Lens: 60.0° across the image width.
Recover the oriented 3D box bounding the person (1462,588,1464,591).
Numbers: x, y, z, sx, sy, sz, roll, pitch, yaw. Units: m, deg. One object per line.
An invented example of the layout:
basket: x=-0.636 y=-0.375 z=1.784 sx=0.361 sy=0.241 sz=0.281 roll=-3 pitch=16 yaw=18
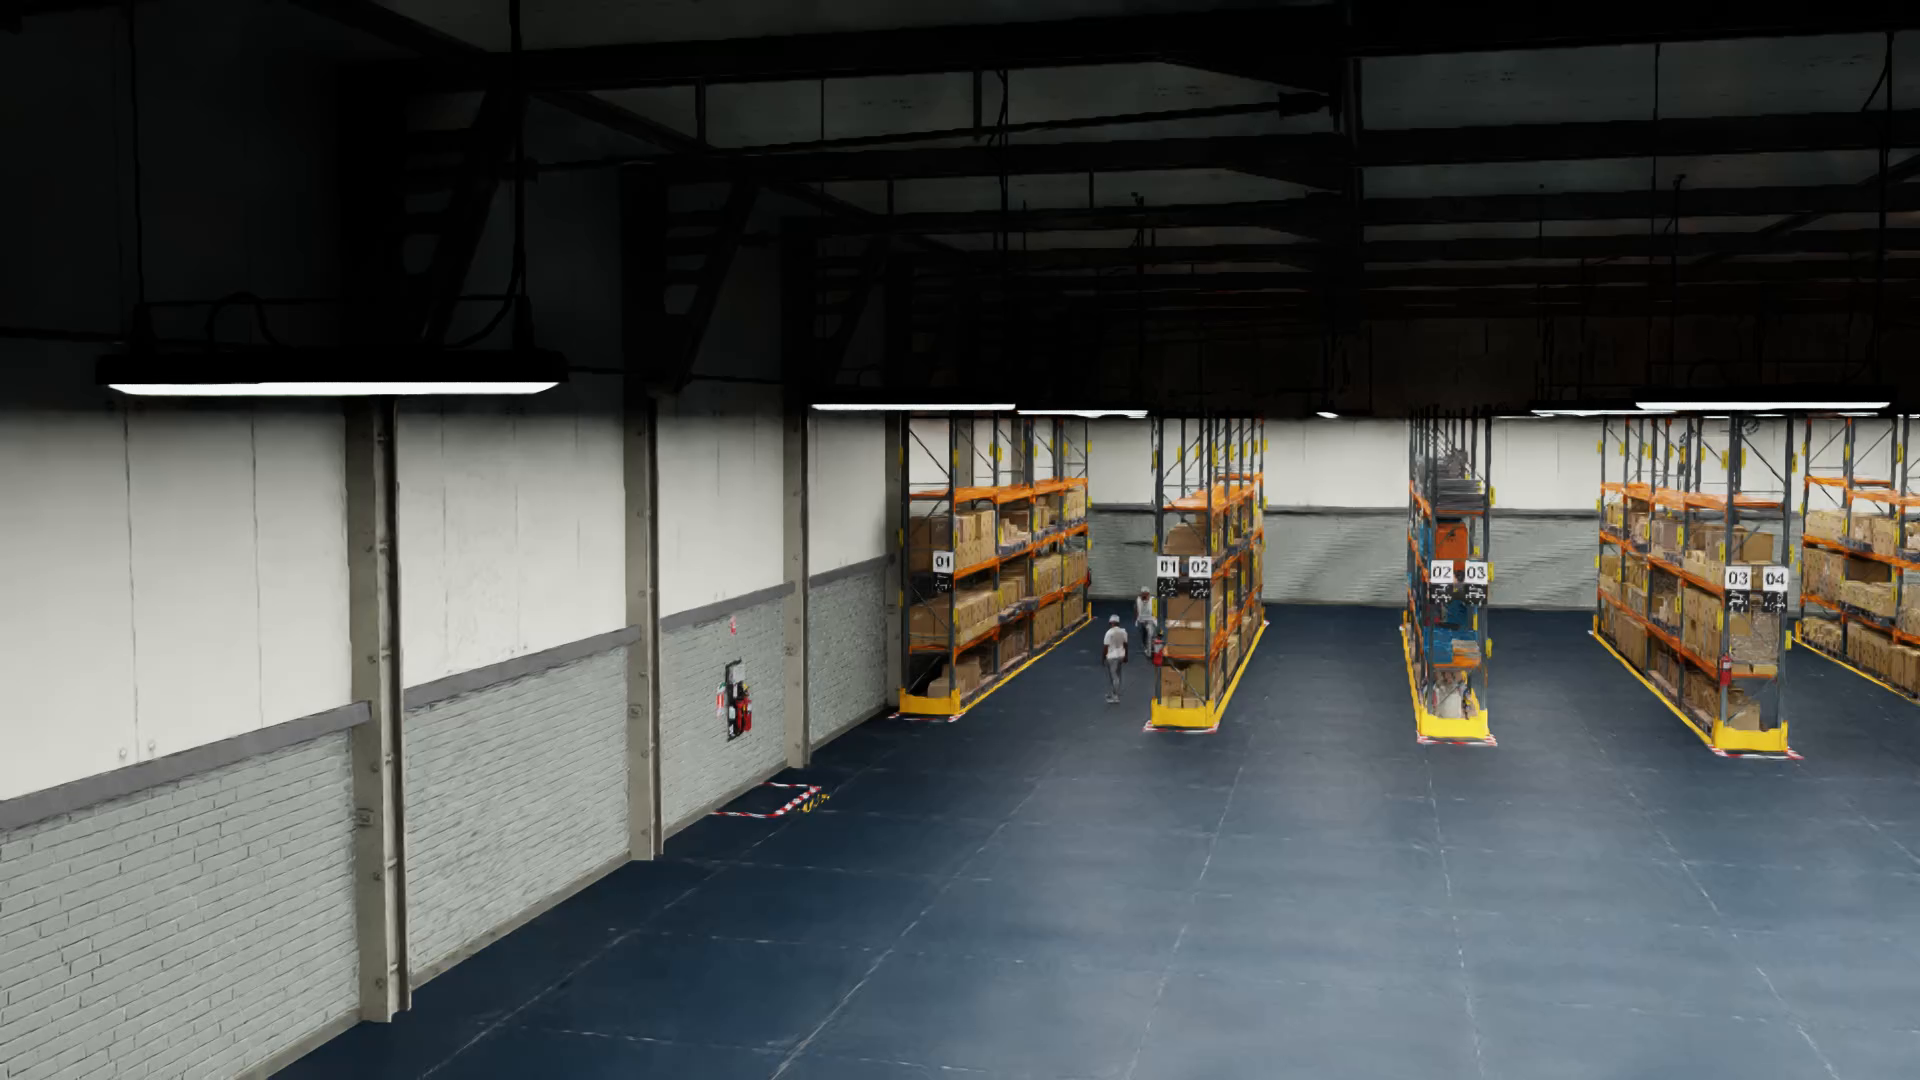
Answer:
person: x=15.079 y=1.336 z=49.077 sx=0.567 sy=1.736 sz=1.044 roll=1 pitch=4 yaw=13

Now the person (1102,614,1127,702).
person: x=3.144 y=2.389 z=33.965 sx=0.673 sy=1.763 sz=0.580 roll=-4 pitch=6 yaw=-44

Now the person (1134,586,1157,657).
person: x=4.511 y=1.953 z=40.492 sx=0.566 sy=1.706 sz=1.122 roll=1 pitch=4 yaw=16
